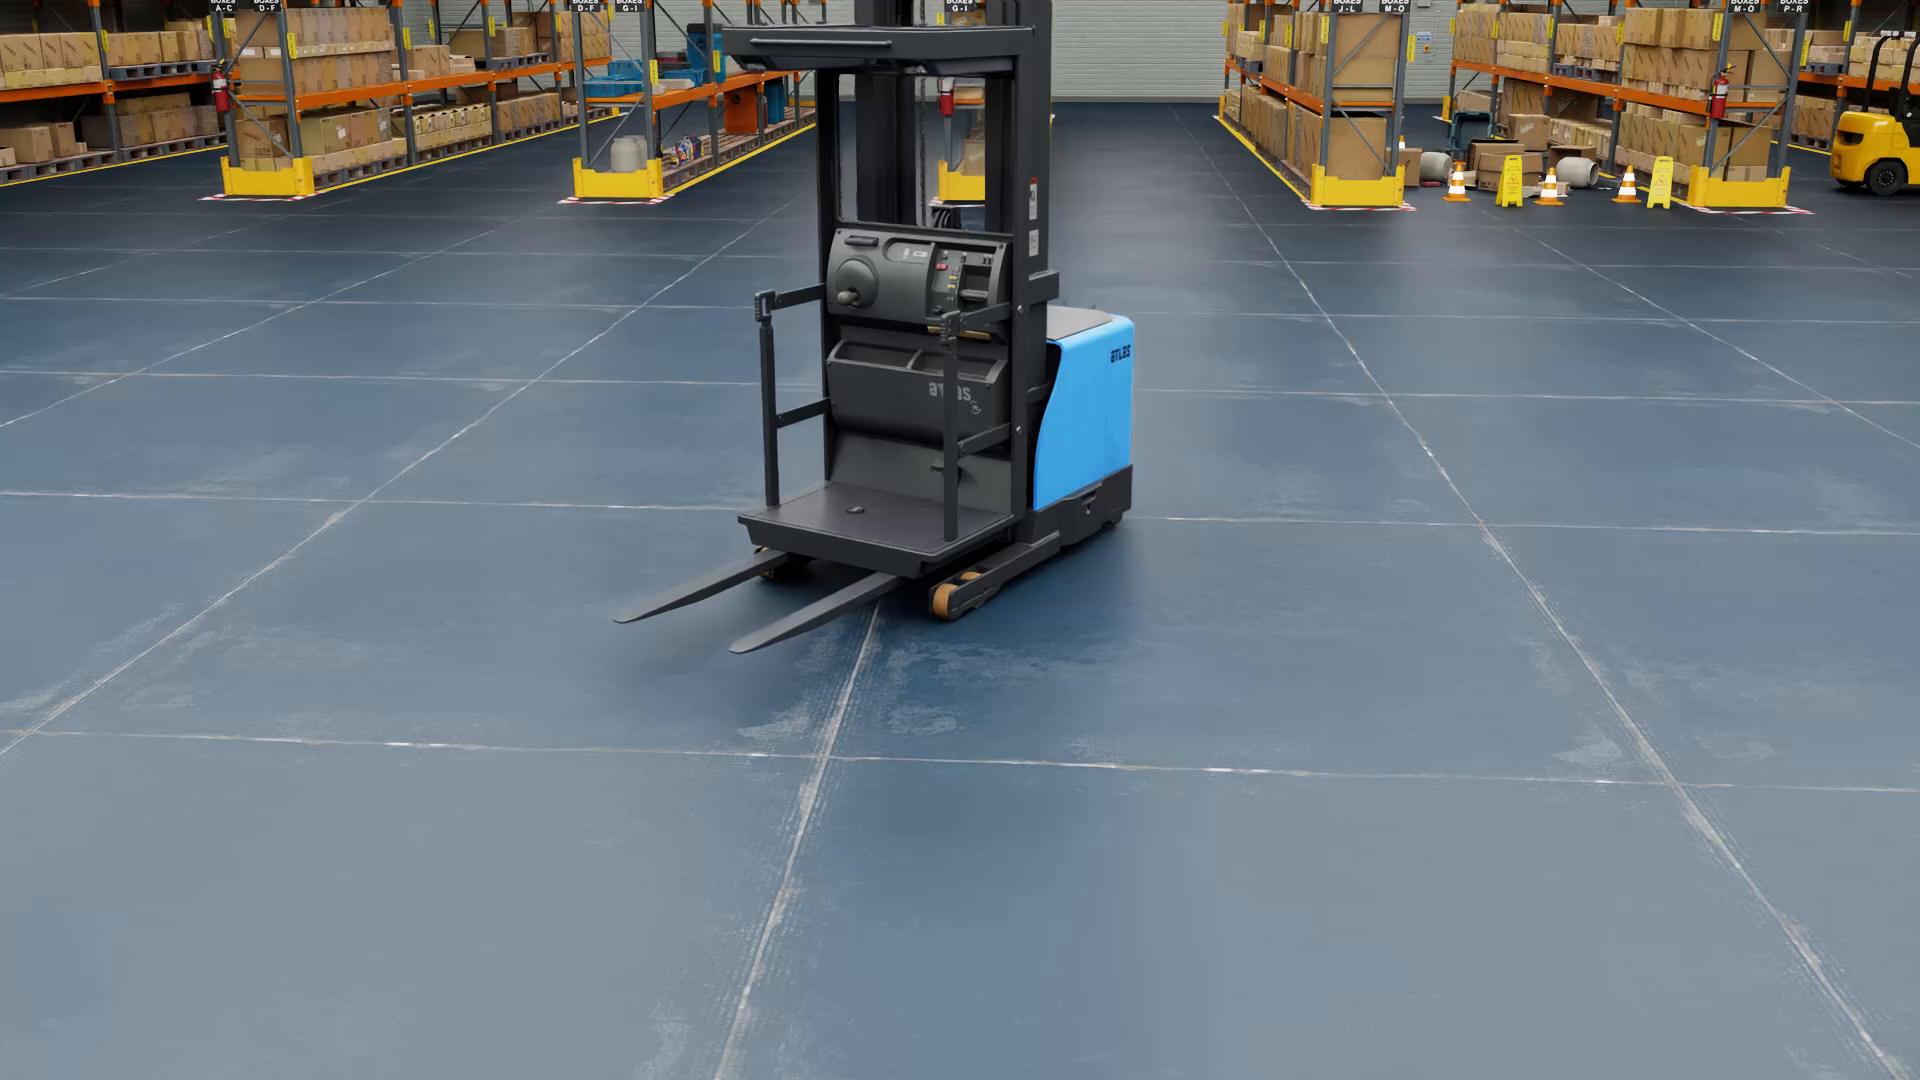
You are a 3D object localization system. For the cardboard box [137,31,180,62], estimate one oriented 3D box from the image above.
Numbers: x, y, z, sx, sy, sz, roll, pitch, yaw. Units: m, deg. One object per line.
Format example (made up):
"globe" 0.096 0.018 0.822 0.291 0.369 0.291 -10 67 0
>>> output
"cardboard box" -14.041 -8.561 28.867 0.700 0.500 0.500 1 18 4

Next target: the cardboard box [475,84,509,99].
"cardboard box" -9.107 -8.738 32.376 0.500 0.250 0.500 1 18 3

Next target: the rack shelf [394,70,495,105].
"rack shelf" -9.153 -7.766 28.462 1.077 0.370 4.000 1 18 4

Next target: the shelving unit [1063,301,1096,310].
"shelving unit" 0.568 -0.747 9.008 0.215 1.050 0.252 12 20 32

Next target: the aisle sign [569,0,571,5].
"aisle sign" -8.724 -12.477 37.508 0.394 0.787 0.004 1 18 4

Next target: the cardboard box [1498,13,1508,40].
"cardboard box" 10.724 -9.920 32.115 0.500 0.500 0.500 1 18 5

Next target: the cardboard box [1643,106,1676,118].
"cardboard box" 10.037 -6.143 23.848 0.380 0.149 0.250 2 18 7

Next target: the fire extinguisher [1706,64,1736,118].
"fire extinguisher" 9.714 -5.739 21.244 0.296 0.674 0.183 1 18 4

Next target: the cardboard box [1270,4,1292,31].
"cardboard box" 6.373 -10.406 33.118 0.500 0.500 0.500 2 18 5

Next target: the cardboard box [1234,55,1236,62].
"cardboard box" 5.925 -10.069 34.737 0.380 0.149 0.250 2 18 5

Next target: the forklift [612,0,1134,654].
"forklift" -0.316 -1.201 7.381 1.130 2.935 3.031 11 21 31

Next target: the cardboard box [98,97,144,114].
"cardboard box" -14.173 -7.340 28.108 0.500 0.250 0.500 1 18 3

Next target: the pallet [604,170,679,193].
"pallet" -4.620 -5.084 23.601 1.003 0.211 1.213 1 18 4

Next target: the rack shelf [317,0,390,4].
"rack shelf" -13.520 -11.785 35.911 1.077 0.370 4.000 1 18 4

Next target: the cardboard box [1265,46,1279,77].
"cardboard box" 5.476 -8.121 28.229 0.500 0.500 0.500 1 18 3

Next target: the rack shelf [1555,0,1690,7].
"rack shelf" 10.612 -8.748 26.641 1.077 0.370 4.000 1 18 4

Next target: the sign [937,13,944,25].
"sign" -0.254 -6.741 21.812 0.100 0.325 0.005 1 18 4

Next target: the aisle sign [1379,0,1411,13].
"aisle sign" 5.532 -7.087 21.058 0.394 0.787 0.004 1 18 4

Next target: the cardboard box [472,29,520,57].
"cardboard box" -8.821 -9.454 31.623 0.700 0.500 0.500 5 19 14

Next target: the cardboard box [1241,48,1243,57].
"cardboard box" 5.538 -9.254 31.577 0.380 0.149 0.250 0 18 1

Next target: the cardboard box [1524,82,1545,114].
"cardboard box" 10.956 -7.965 30.652 0.875 0.875 0.875 2 18 5

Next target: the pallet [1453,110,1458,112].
"pallet" 11.350 -9.195 36.146 1.003 0.211 1.213 1 18 4

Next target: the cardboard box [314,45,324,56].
"cardboard box" -9.284 -6.955 23.629 0.380 0.149 0.250 1 18 3

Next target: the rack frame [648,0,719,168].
"rack frame" -4.356 -7.375 26.113 1.000 3.000 0.127 1 18 4

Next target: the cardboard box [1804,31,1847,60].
"cardboard box" 15.639 -8.936 30.036 0.797 0.503 0.637 1 18 3

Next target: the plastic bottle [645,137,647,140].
"plastic bottle" -4.827 -6.084 25.720 0.144 0.351 0.185 2 18 5

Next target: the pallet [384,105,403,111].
"pallet" -13.356 -9.748 37.833 1.003 0.211 1.213 1 18 4

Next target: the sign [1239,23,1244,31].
"sign" 5.556 -10.028 32.820 0.100 0.325 0.005 1 18 4

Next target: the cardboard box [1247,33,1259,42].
"cardboard box" 5.467 -9.207 30.478 0.380 0.149 0.250 1 18 4

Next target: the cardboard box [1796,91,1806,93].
"cardboard box" 16.241 -8.536 31.953 0.380 0.149 0.250 1 18 4

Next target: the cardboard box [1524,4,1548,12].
"cardboard box" 11.324 -10.451 32.693 0.380 0.149 0.250 1 18 3

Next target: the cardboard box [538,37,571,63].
"cardboard box" -8.414 -10.171 34.486 0.500 0.500 0.500 2 18 5

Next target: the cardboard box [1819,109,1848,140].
"cardboard box" 15.523 -7.324 29.297 0.500 0.500 0.500 2 18 6

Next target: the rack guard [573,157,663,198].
"rack guard" -4.684 -4.969 22.786 1.175 0.500 0.348 1 18 4

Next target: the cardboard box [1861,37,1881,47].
"cardboard box" 15.372 -8.356 27.906 0.380 0.149 0.250 2 18 5

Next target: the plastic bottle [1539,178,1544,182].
"plastic bottle" 8.506 -5.288 24.463 0.133 0.061 0.283 4 19 13

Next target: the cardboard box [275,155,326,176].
"cardboard box" -9.322 -5.299 23.519 0.500 0.250 0.500 1 18 4

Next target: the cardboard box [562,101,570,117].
"cardboard box" -8.477 -9.028 34.770 0.500 0.311 0.500 1 18 4

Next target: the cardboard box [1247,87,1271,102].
"cardboard box" 5.705 -8.428 31.461 0.500 0.250 0.500 2 18 6

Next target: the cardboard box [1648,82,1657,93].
"cardboard box" 10.025 -6.436 23.651 0.380 0.149 0.250 1 18 4

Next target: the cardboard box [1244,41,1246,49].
"cardboard box" 5.501 -9.231 31.027 0.380 0.149 0.250 1 18 3

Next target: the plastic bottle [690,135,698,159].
"plastic bottle" -4.128 -6.059 25.645 0.144 0.351 0.185 0 18 1

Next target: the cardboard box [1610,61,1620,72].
"cardboard box" 10.231 -7.289 25.581 0.380 0.149 0.250 2 18 5

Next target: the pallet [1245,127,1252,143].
"pallet" 5.959 -7.660 31.461 1.003 0.211 1.213 1 18 4

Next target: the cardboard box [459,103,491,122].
"cardboard box" -8.801 -7.720 30.008 0.500 0.311 0.500 2 18 5

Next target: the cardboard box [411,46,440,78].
"cardboard box" -9.151 -8.092 28.139 0.500 0.500 0.500 1 18 4

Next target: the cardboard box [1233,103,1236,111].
"cardboard box" 5.812 -8.866 34.090 0.380 0.149 0.250 1 18 2

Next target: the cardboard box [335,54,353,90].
"cardboard box" -9.428 -6.917 24.556 0.700 0.500 0.500 2 18 6

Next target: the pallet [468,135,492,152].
"pallet" -9.107 -7.149 29.902 1.003 0.211 1.213 1 18 4

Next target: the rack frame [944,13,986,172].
"rack frame" 0.298 -6.022 21.984 1.000 3.000 0.127 1 18 4

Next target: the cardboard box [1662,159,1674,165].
"cardboard box" 10.017 -5.112 22.947 0.500 0.250 0.500 1 18 4
